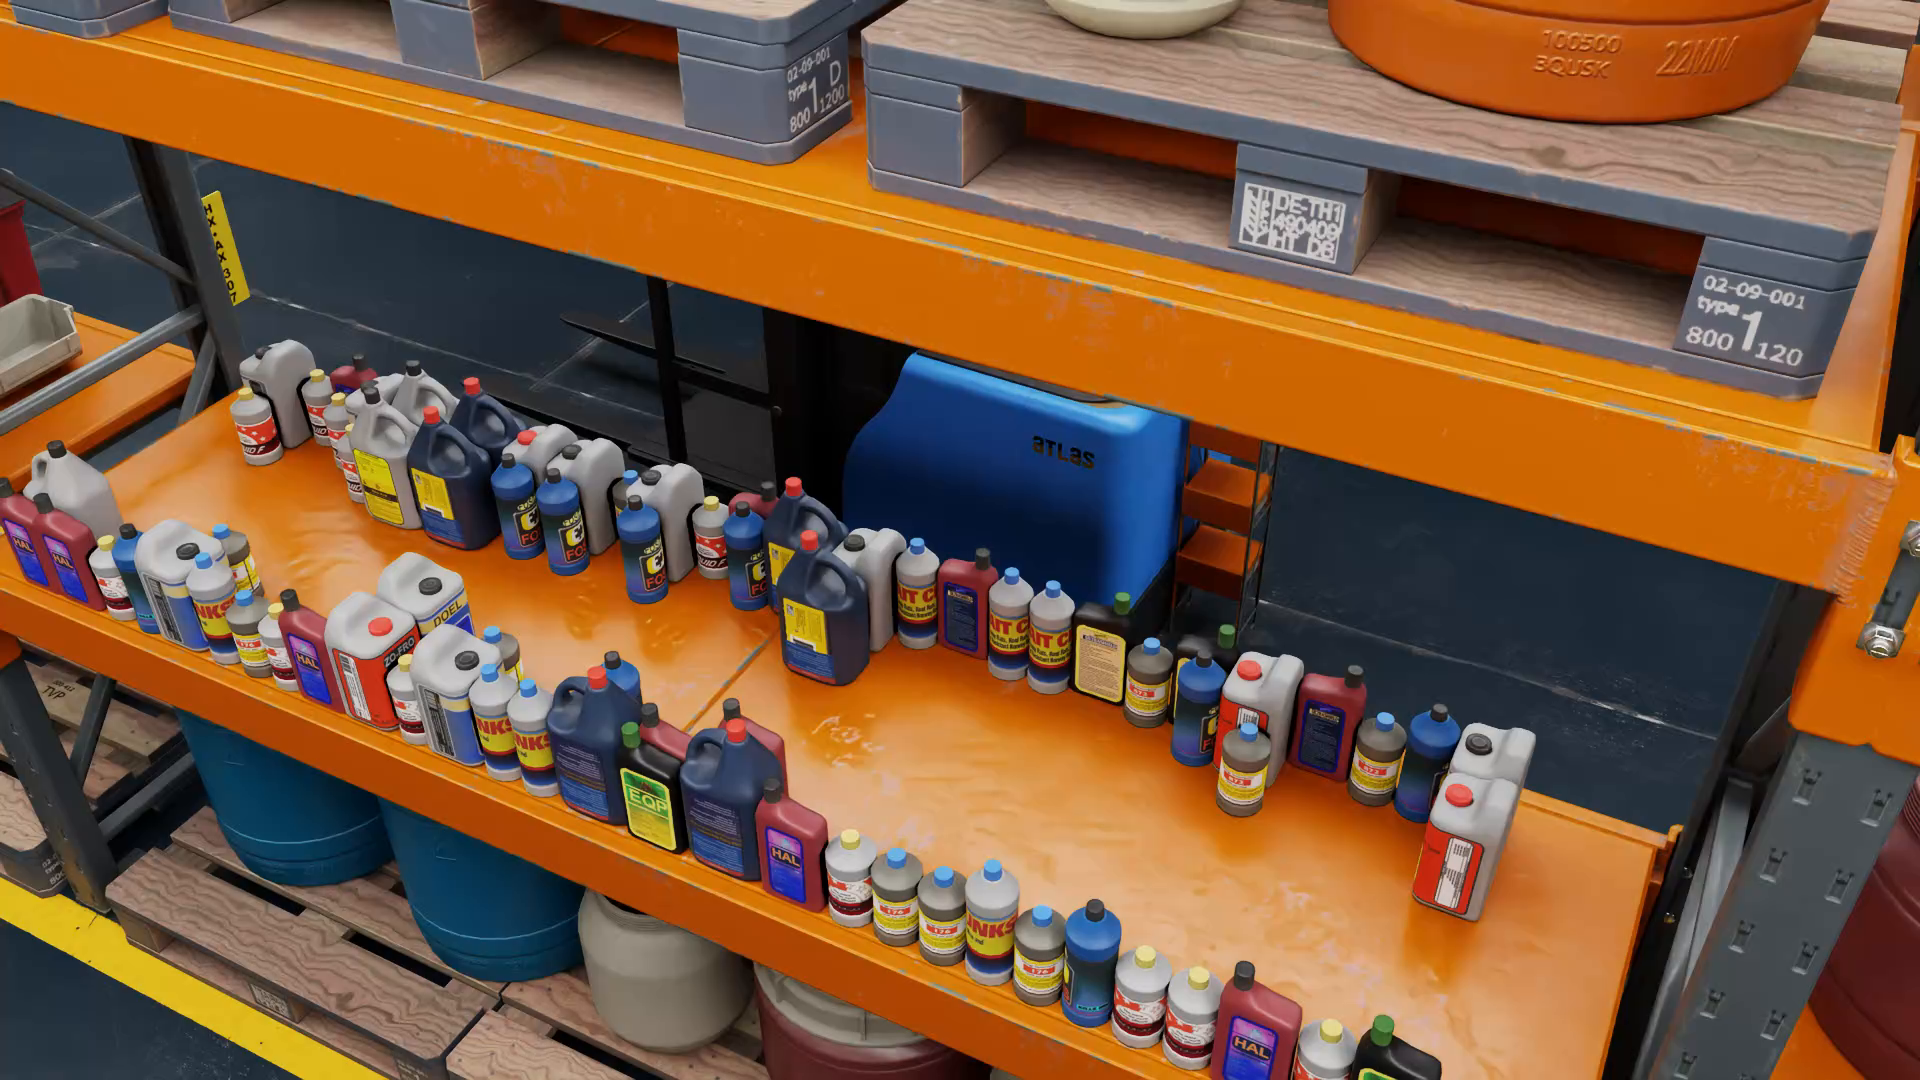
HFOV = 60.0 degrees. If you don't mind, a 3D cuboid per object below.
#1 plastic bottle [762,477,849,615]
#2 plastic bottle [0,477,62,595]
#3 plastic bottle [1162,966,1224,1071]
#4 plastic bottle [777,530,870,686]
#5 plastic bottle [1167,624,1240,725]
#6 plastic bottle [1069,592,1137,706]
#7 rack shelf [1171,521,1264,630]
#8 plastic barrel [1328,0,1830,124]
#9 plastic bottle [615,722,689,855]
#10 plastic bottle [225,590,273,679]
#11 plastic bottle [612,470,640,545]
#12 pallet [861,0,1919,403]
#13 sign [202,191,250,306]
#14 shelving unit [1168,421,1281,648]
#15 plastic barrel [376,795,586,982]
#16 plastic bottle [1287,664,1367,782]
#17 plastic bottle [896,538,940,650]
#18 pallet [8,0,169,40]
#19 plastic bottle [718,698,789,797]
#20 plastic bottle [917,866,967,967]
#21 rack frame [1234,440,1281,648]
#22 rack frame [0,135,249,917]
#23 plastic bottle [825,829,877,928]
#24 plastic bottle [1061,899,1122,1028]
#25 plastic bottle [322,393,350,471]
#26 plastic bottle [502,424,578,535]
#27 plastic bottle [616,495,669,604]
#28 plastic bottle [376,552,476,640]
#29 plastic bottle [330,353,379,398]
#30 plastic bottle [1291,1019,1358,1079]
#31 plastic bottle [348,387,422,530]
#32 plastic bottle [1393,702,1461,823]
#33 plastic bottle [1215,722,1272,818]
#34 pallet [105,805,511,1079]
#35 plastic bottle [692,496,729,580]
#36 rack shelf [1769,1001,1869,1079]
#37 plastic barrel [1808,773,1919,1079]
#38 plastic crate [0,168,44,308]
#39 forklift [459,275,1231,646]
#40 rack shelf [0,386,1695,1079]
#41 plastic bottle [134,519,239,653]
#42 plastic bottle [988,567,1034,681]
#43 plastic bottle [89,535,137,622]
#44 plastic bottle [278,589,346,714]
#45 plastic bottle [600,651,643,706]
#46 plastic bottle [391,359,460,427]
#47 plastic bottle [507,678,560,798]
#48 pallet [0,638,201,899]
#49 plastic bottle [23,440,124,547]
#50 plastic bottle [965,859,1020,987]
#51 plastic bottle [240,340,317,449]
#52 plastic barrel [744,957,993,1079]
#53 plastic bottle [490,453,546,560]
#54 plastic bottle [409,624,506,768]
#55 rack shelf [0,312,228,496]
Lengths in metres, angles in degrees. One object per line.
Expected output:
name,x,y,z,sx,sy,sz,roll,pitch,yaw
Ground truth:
plastic bottle,-0.349,0.016,3.788,0.185,0.351,0.144,17,41,21
plastic bottle,-2.165,-0.012,3.881,0.133,0.283,0.061,17,41,21
plastic bottle,0.403,0.812,2.863,0.097,0.201,0.097,0,37,0
plastic bottle,-0.300,0.136,3.631,0.185,0.351,0.144,17,41,21
plastic bottle,0.513,0.285,3.490,0.133,0.283,0.061,17,41,21
plastic bottle,0.308,0.221,3.575,0.133,0.283,0.061,17,41,21
rack shelf,0.886,0.120,5.701,0.240,0.259,0.215,19,41,23
plastic barrel,0.755,-0.970,1.863,0.708,0.830,0.600,17,41,21
plastic bottle,-0.595,0.480,3.234,0.133,0.283,0.061,17,41,21
plastic bottle,-1.557,0.199,3.672,0.097,0.201,0.097,0,37,0
plastic bottle,-0.788,-0.077,4.035,0.097,0.201,0.097,0,37,0
pallet,0.623,-0.662,2.316,1.213,0.211,1.003,17,41,21
sign,-2.040,-0.794,4.587,0.005,0.325,0.100,17,41,21
shelving unit,0.885,-0.110,5.526,0.252,1.050,0.215,19,41,23
plastic barrel,-1.190,0.636,4.319,0.708,0.901,0.600,17,41,21
plastic bottle,0.751,0.360,3.392,0.133,0.283,0.061,17,41,21
plastic bottle,-0.094,0.112,3.728,0.097,0.271,0.097,0,37,0
pallet,-1.553,-1.343,3.214,1.003,0.211,1.213,17,41,21
plastic bottle,-0.410,0.439,3.287,0.133,0.283,0.061,17,41,21
plastic bottle,-0.029,0.677,3.041,0.097,0.201,0.097,0,37,0
rack frame,0.992,-0.073,5.478,0.008,1.050,0.200,19,41,23
rack frame,-2.294,-0.389,4.282,0.127,3.000,1.000,17,41,21
plastic bottle,-0.202,0.623,3.113,0.097,0.201,0.097,0,37,0
plastic bottle,0.230,0.730,2.913,0.097,0.271,0.097,0,37,0
plastic bottle,-1.590,-0.287,4.311,0.097,0.201,0.097,0,37,0
plastic bottle,-1.023,-0.162,4.085,0.135,0.276,0.152,17,41,21
plastic bottle,-0.739,0.014,3.857,0.097,0.271,0.097,0,37,0
plastic bottle,-1.166,0.169,3.649,0.135,0.276,0.152,17,41,21
plastic bottle,-1.569,-0.367,4.349,0.133,0.283,0.061,17,41,21
plastic bottle,0.608,0.877,2.779,0.097,0.201,0.097,0,37,0
plastic bottle,-1.394,-0.212,4.090,0.185,0.351,0.144,17,41,21
plastic bottle,0.932,0.433,3.305,0.097,0.271,0.097,0,37,0
plastic bottle,0.570,0.452,3.338,0.097,0.201,0.097,0,37,0
pallet,-1.628,0.958,4.813,1.213,0.211,1.003,17,41,21
plastic bottle,-0.582,-0.013,3.950,0.097,0.201,0.097,0,37,0
rack shelf,3.034,1.565,2.302,4.000,0.370,1.077,17,41,21
plastic barrel,1.809,0.635,2.820,0.708,0.536,0.600,17,41,21
plastic crate,-2.972,-0.822,4.749,0.583,0.464,0.402,17,41,21
forklift,-0.547,-1.355,5.611,3.031,2.935,1.130,19,41,23
rack shelf,-0.518,0.453,3.767,4.000,0.370,1.077,17,41,21
plastic bottle,-1.733,0.095,3.747,0.135,0.276,0.152,17,41,21
plastic bottle,0.111,0.176,3.643,0.097,0.271,0.097,0,37,0
plastic bottle,-1.936,0.080,3.828,0.097,0.201,0.097,0,37,0
plastic bottle,-1.376,0.235,3.556,0.133,0.283,0.061,17,41,21
plastic bottle,-0.701,0.341,3.427,0.097,0.271,0.097,0,37,0
plastic bottle,-1.328,-0.290,4.192,0.185,0.351,0.144,17,41,21
plastic bottle,-0.853,0.391,3.360,0.097,0.271,0.097,0,37,0
pallet,-2.965,0.538,5.367,1.213,0.211,1.003,17,41,21
plastic bottle,-2.095,-0.087,3.924,0.185,0.351,0.144,17,41,21
plastic bottle,0.058,0.676,2.985,0.097,0.271,0.097,0,37,0
plastic bottle,-1.796,-0.404,4.404,0.135,0.276,0.152,17,41,21
plastic barrel,-0.187,1.075,4.000,0.708,0.588,0.600,17,41,21
plastic bottle,-1.064,-0.088,3.992,0.097,0.271,0.097,0,37,0
plastic bottle,-1.030,0.315,3.456,0.135,0.276,0.152,17,41,21
rack shelf,-4.070,-0.659,5.232,4.000,0.370,1.077,17,41,21
